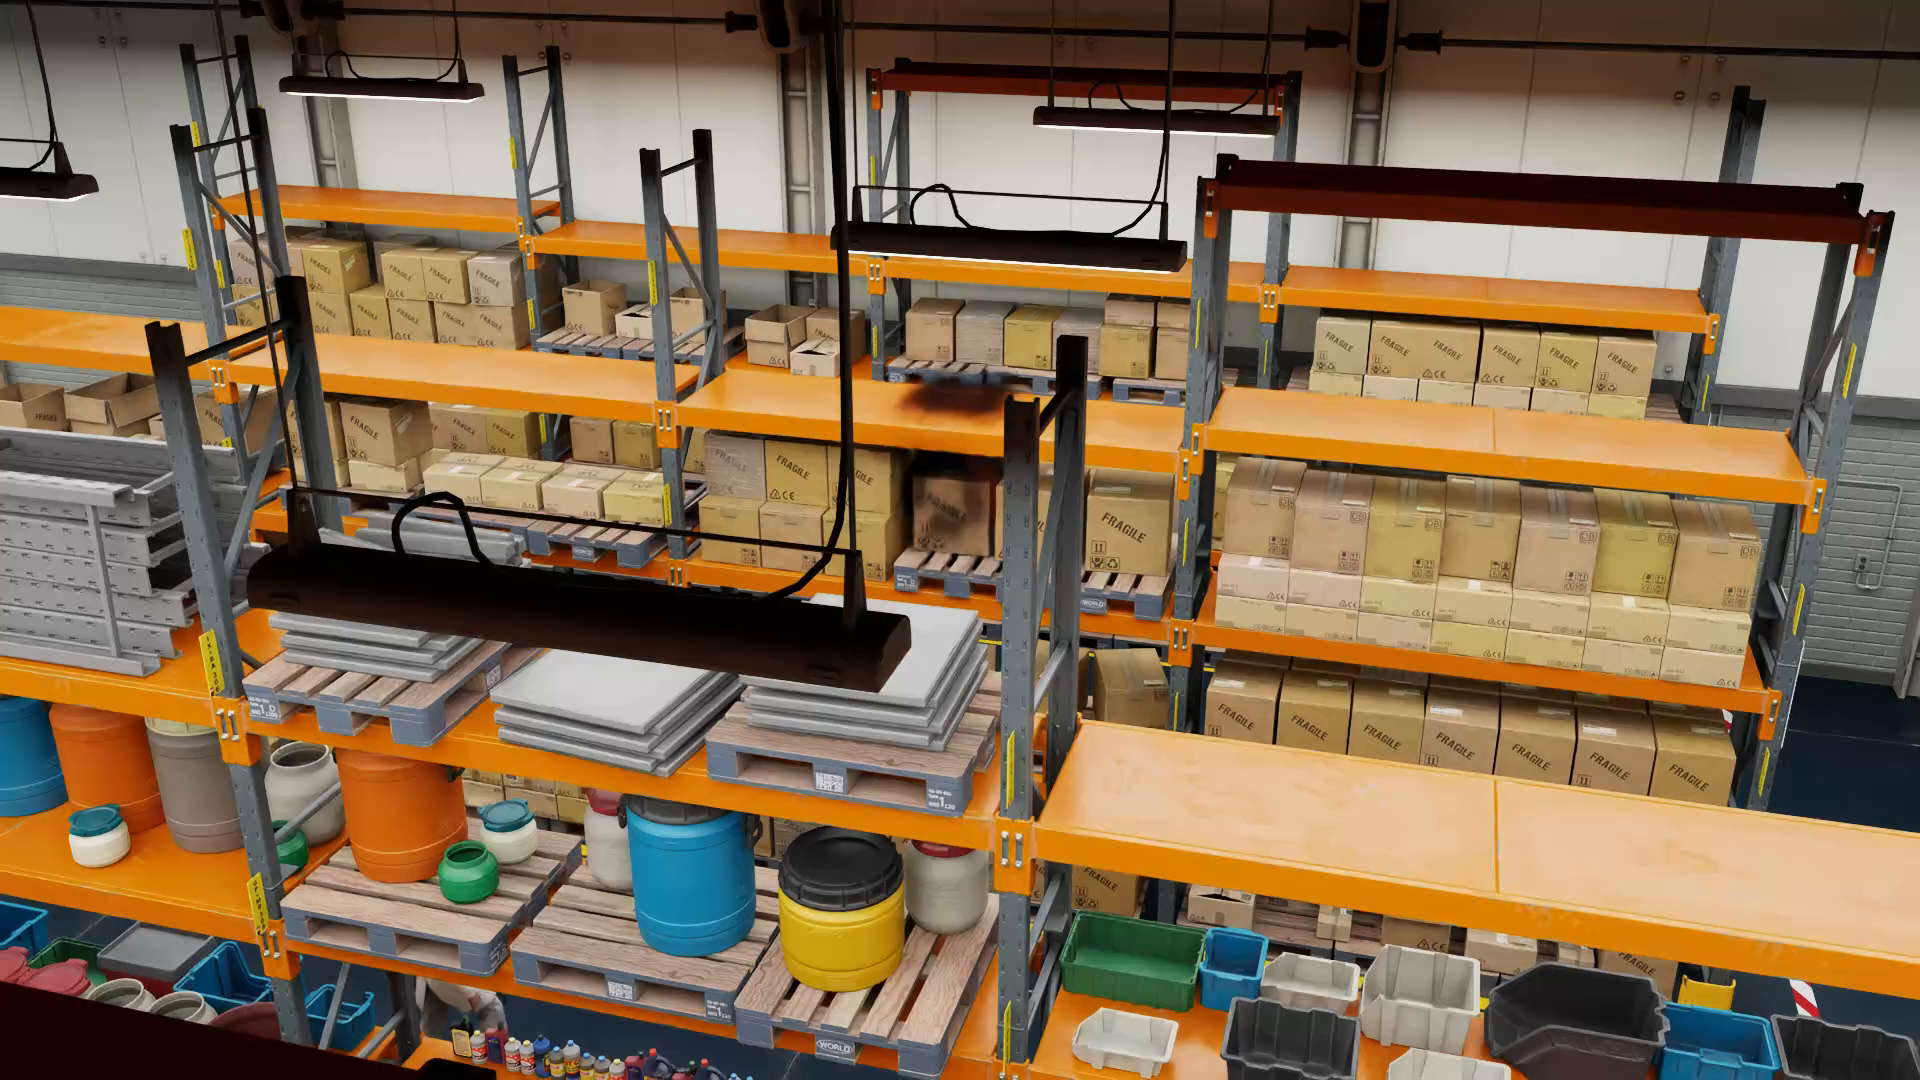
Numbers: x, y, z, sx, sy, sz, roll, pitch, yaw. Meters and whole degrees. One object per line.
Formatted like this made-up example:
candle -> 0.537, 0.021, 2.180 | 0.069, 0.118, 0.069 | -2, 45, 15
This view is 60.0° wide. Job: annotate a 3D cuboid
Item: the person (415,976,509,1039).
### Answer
person -> -3.431, 2.957, 11.290 | 0.670, 1.807, 0.832 | 19, 29, 37
